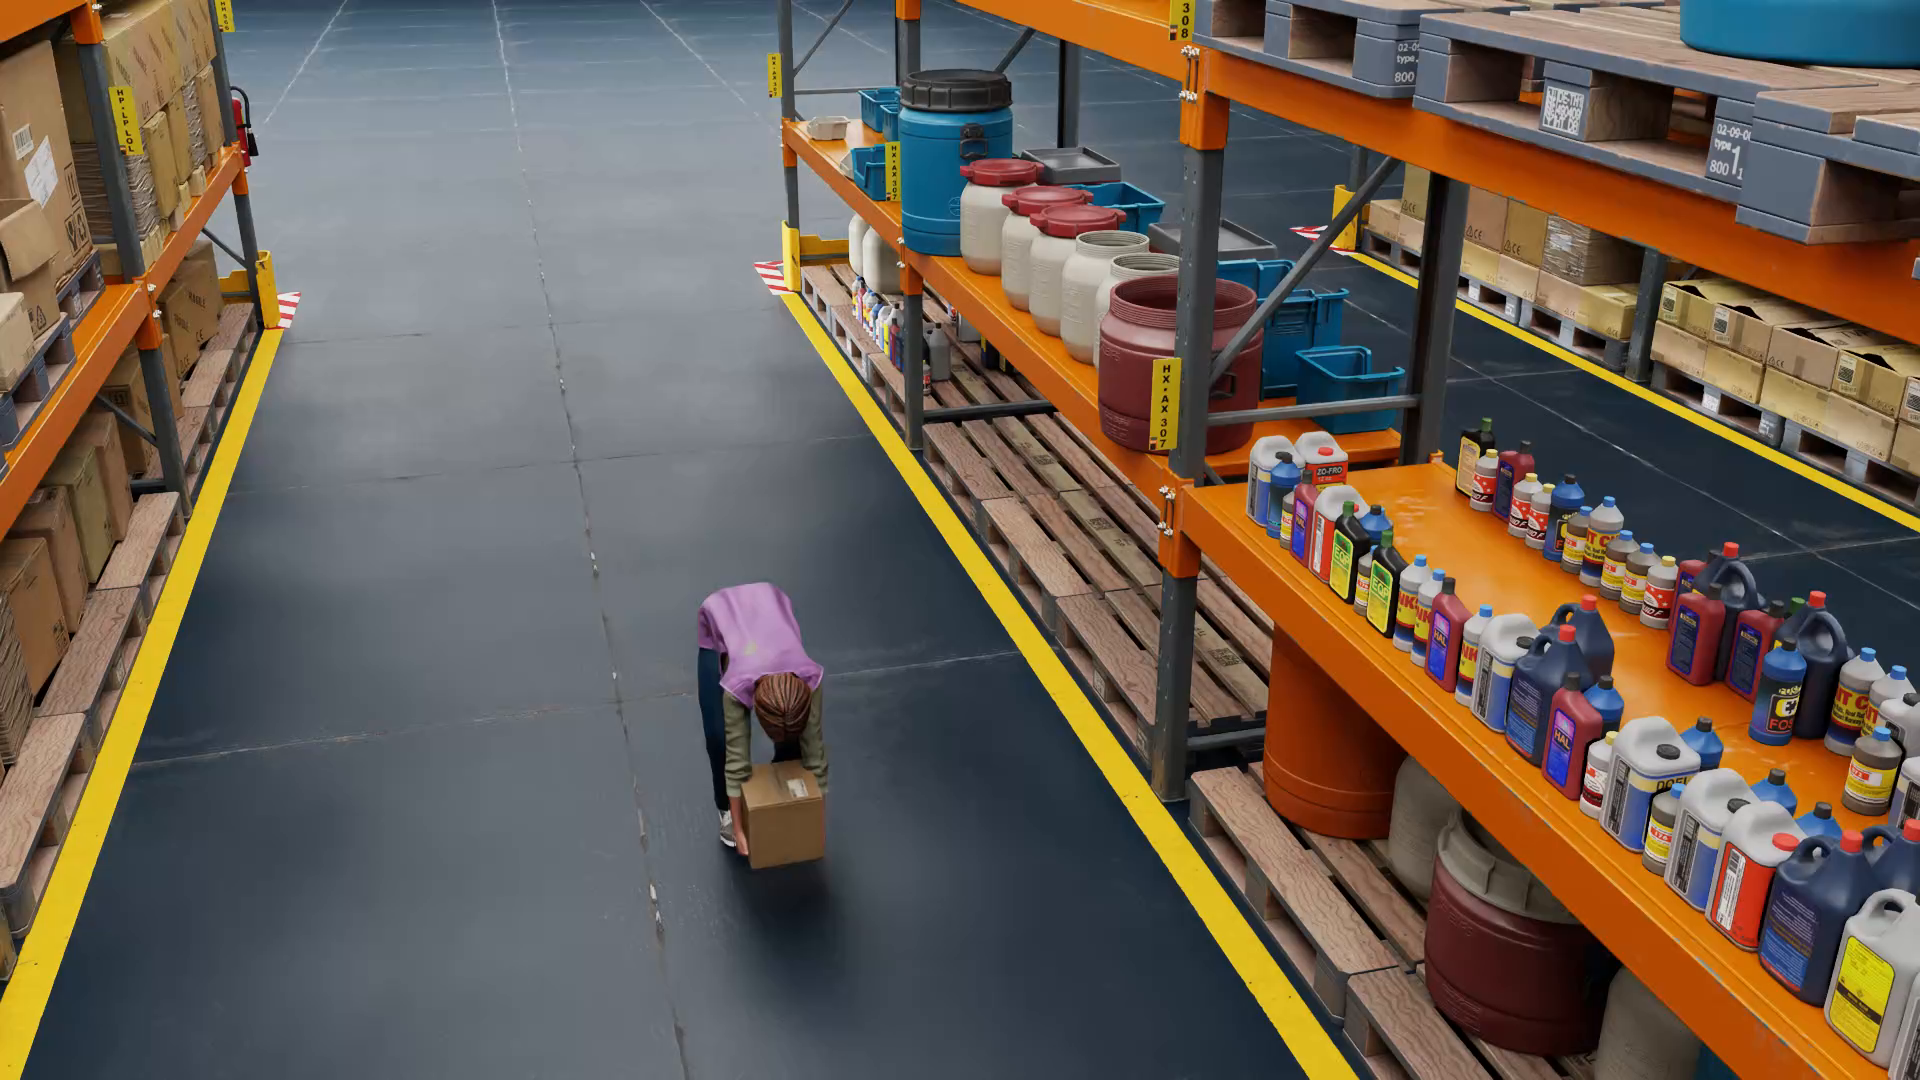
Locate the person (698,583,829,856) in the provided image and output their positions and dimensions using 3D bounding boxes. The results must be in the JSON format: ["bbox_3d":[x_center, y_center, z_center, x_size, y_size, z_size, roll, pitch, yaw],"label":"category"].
[{"bbox_3d":[-0.674,0.688,5.804,0.406,0.969,0.870,-7,24,-17],"label":"person"}]
